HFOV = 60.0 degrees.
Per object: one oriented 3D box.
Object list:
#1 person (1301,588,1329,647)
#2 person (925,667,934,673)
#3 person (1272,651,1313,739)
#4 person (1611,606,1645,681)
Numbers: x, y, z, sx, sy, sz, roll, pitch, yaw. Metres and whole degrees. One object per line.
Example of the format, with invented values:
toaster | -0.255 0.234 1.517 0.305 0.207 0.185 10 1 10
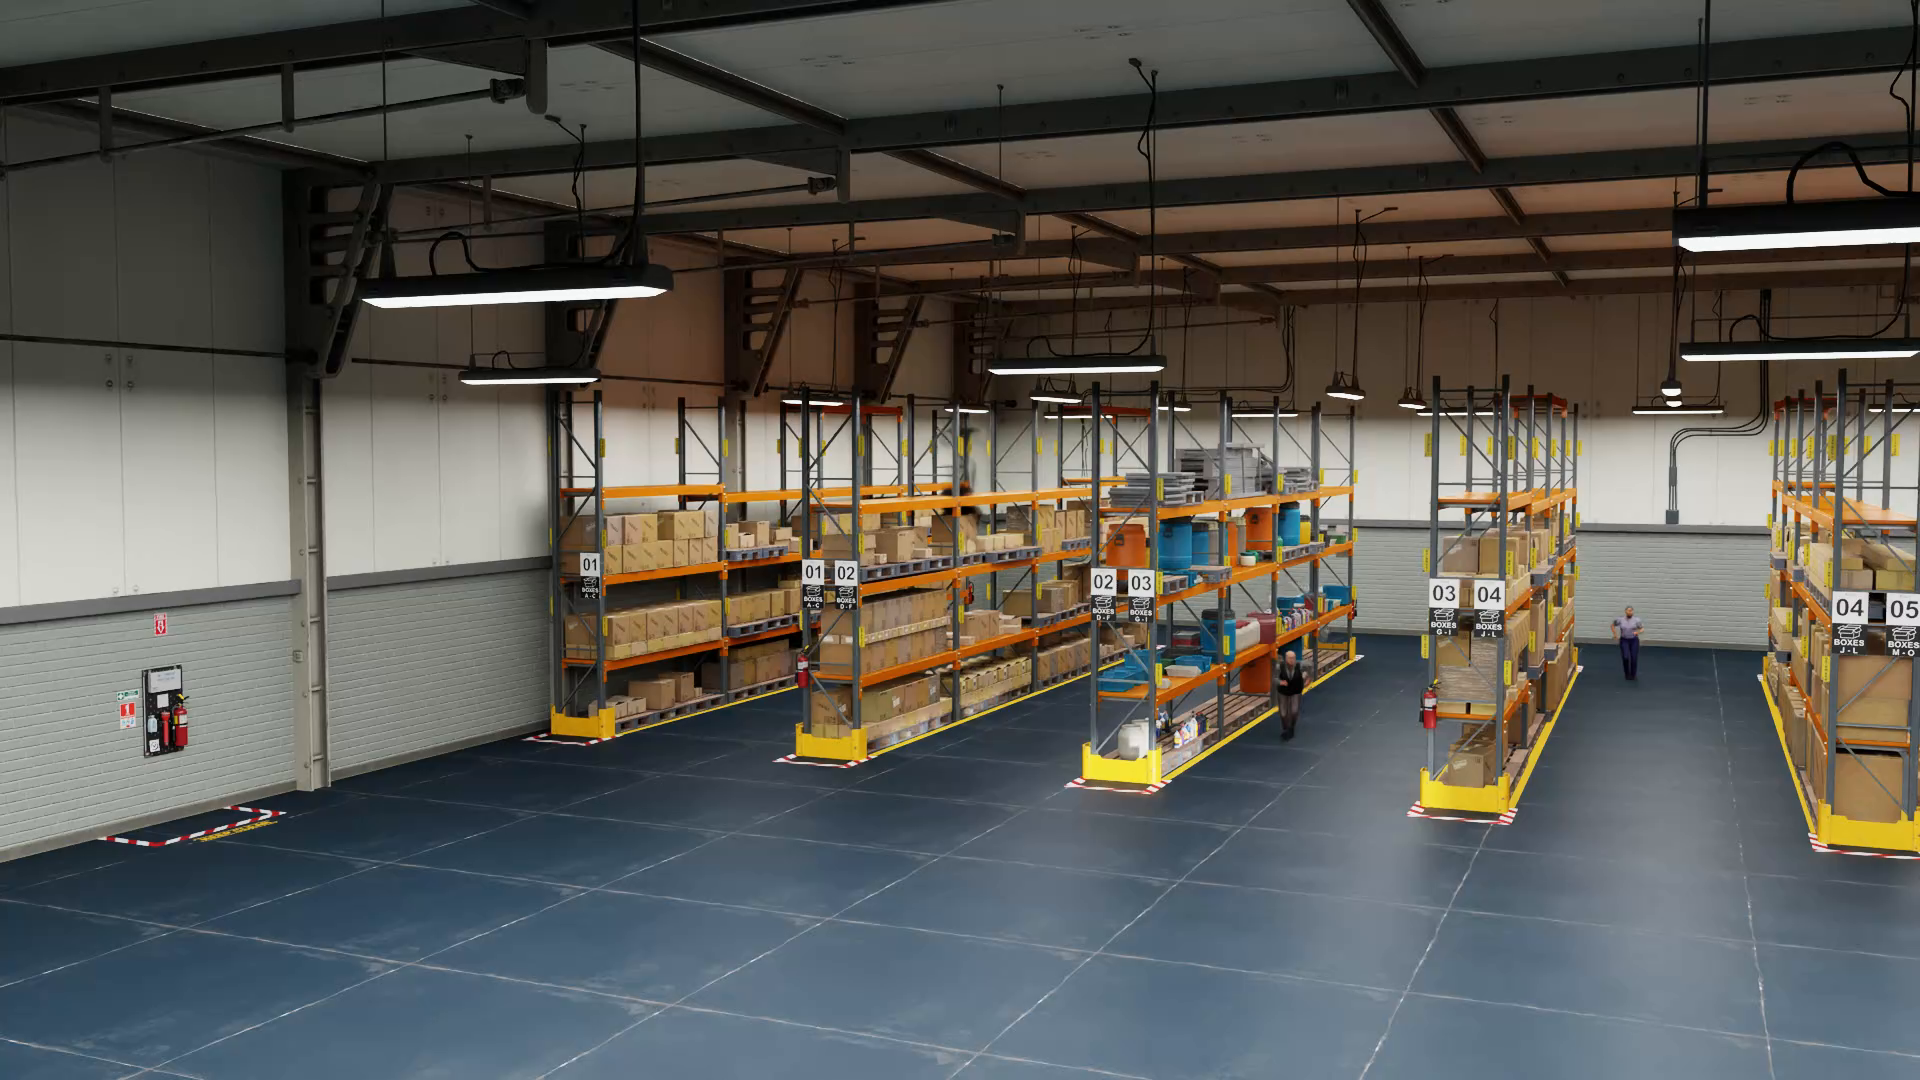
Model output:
person | 8.728 1.921 40.860 0.912 1.651 0.725 3 4 40
person | -0.655 2.243 34.844 0.637 1.727 0.828 1 3 17
person | 5.665 2.638 28.384 0.690 1.556 0.922 0 3 8
person | 14.345 2.268 35.715 0.652 1.530 0.722 1 3 14
